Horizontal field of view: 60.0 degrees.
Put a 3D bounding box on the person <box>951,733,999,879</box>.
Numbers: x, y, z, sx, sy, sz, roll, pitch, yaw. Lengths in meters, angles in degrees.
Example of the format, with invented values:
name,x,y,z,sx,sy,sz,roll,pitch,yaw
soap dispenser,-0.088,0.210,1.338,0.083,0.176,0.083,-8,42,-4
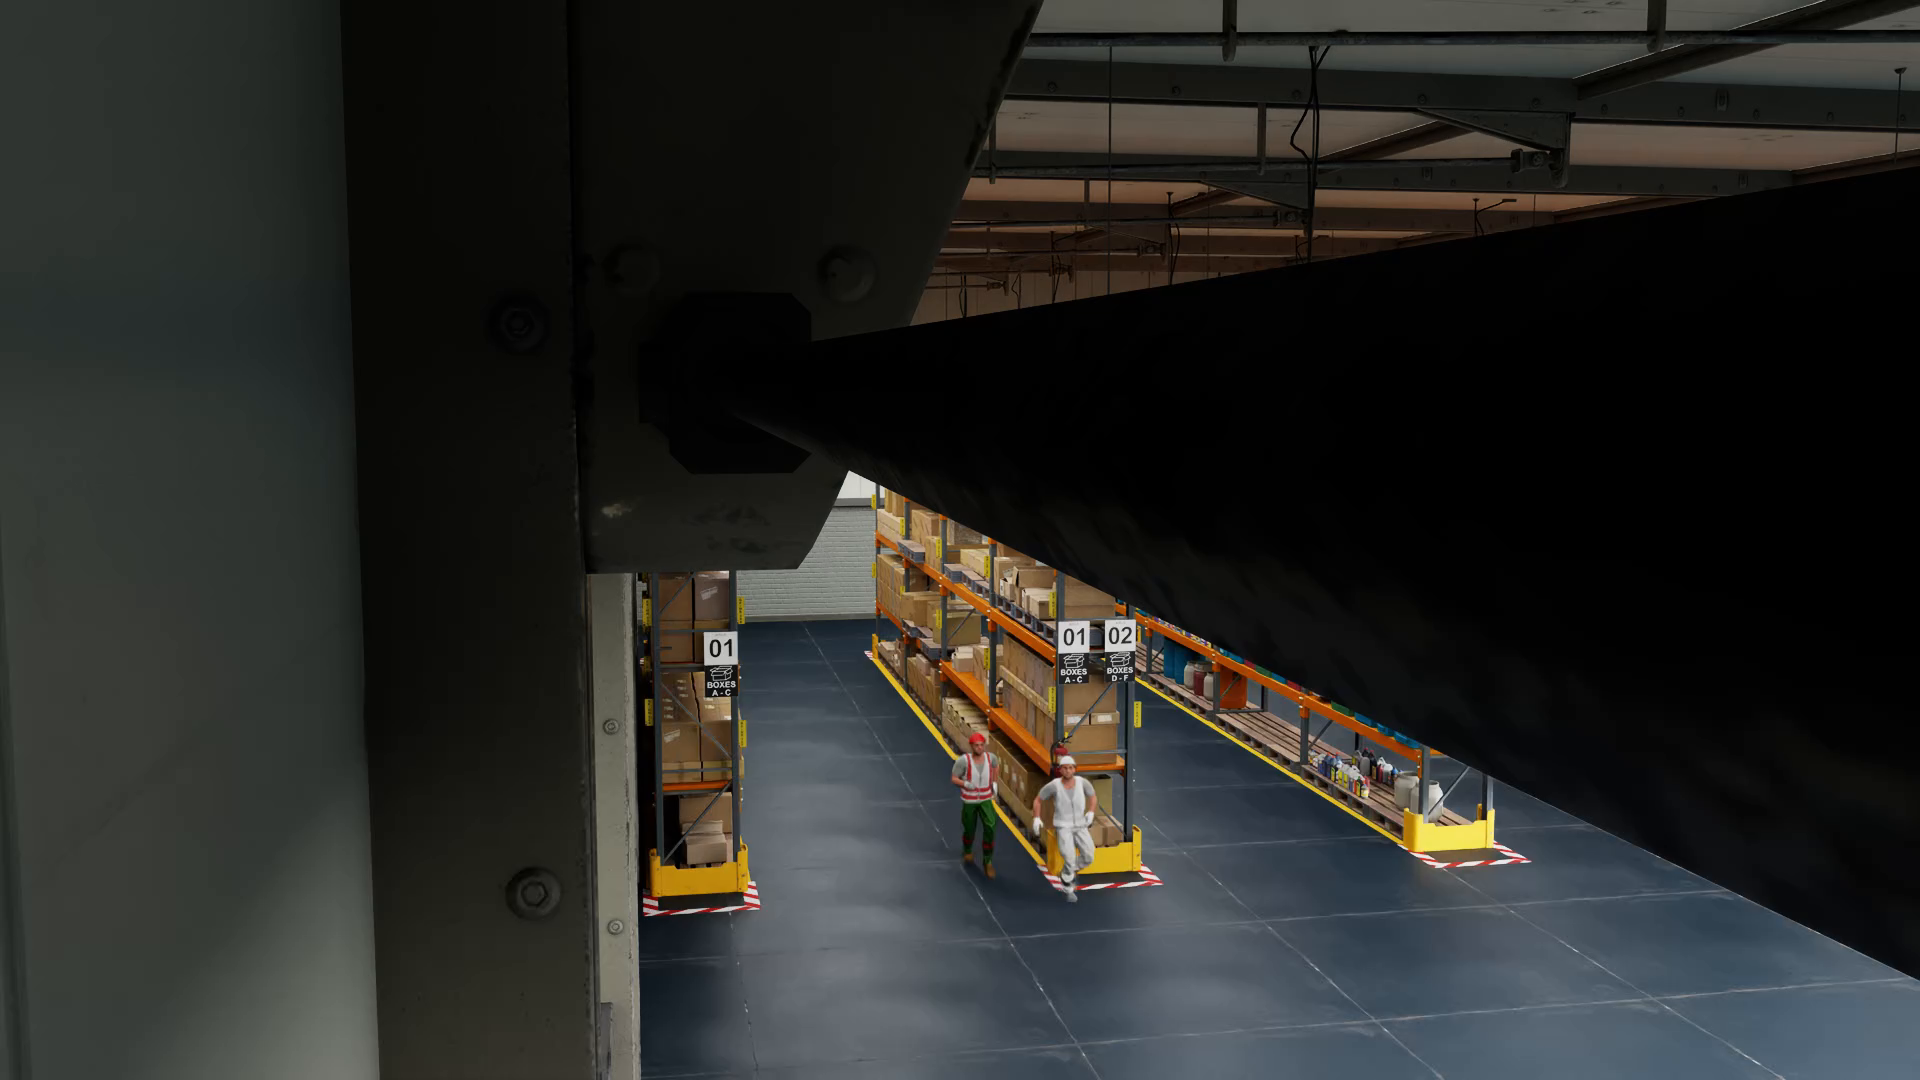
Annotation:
name,x,y,z,sx,sy,sz,roll,pitch,yaw
person,0.202,3.300,20.972,0.670,1.810,0.848,-1,6,-11

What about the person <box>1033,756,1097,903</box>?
name,x,y,z,sx,sy,sz,roll,pitch,yaw
person,1.282,3.444,19.869,0.829,1.738,0.531,-3,6,-24
